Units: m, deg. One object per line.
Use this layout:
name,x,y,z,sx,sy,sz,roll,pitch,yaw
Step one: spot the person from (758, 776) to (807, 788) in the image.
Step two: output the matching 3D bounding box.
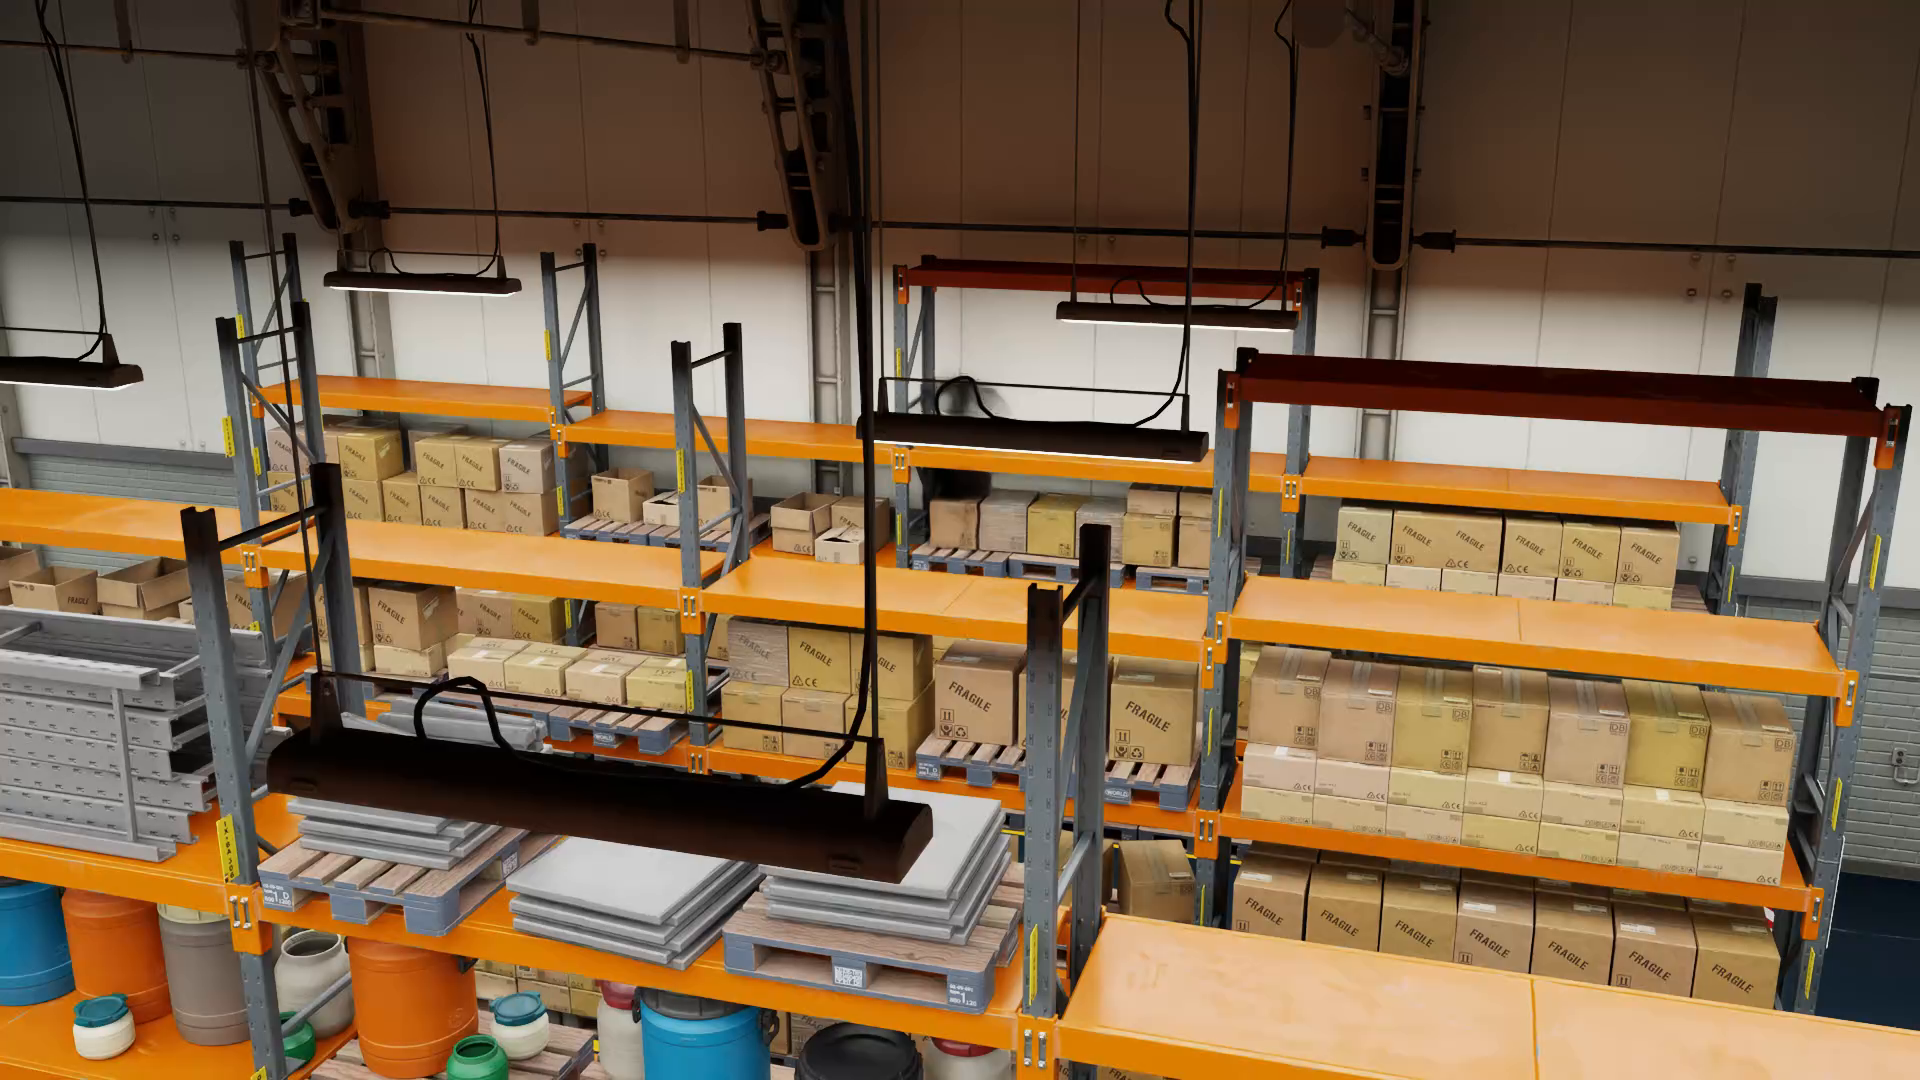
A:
person,-1.831,2.678,16.312,0.674,1.757,0.645,3,16,12
